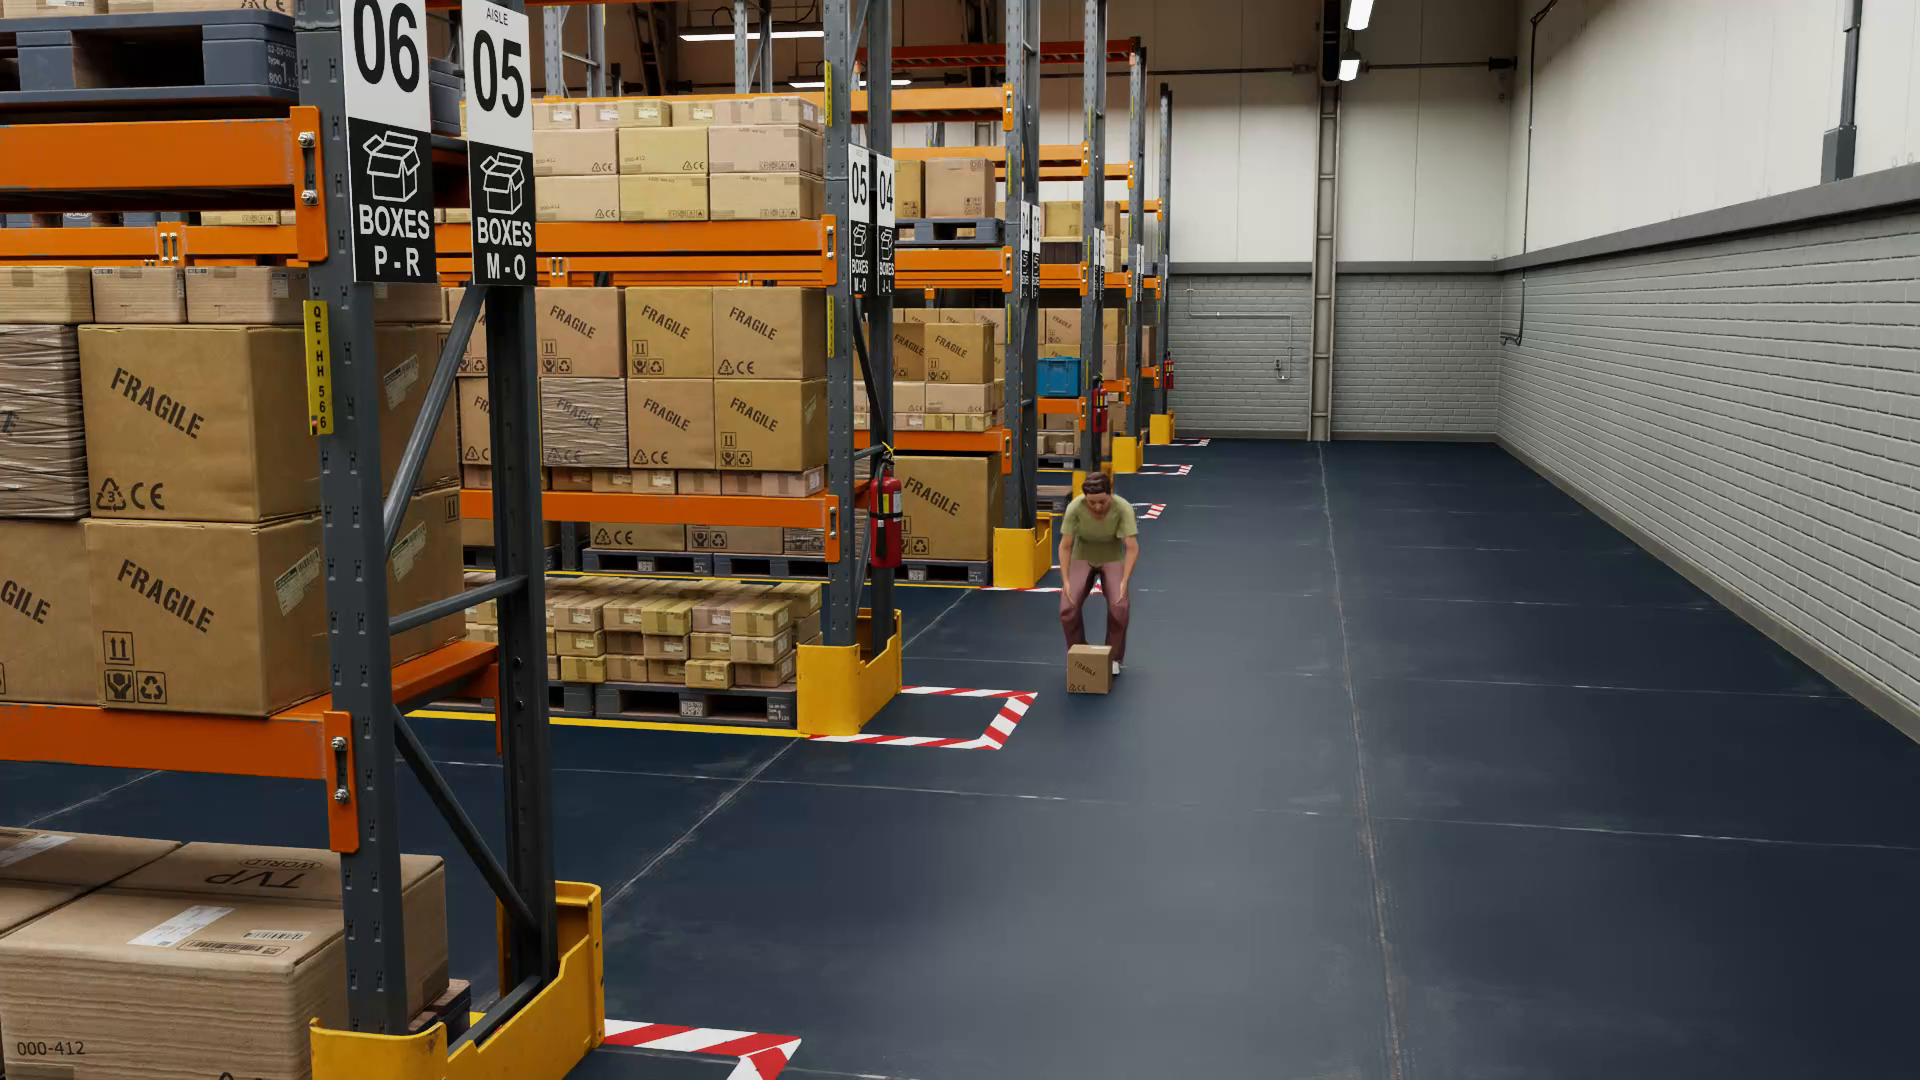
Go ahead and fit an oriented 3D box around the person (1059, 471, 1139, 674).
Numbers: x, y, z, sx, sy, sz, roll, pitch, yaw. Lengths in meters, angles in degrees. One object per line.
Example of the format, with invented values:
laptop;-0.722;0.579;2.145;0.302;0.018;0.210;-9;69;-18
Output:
person;0.896;0.201;10.641;0.511;1.333;0.668;2;8;12
